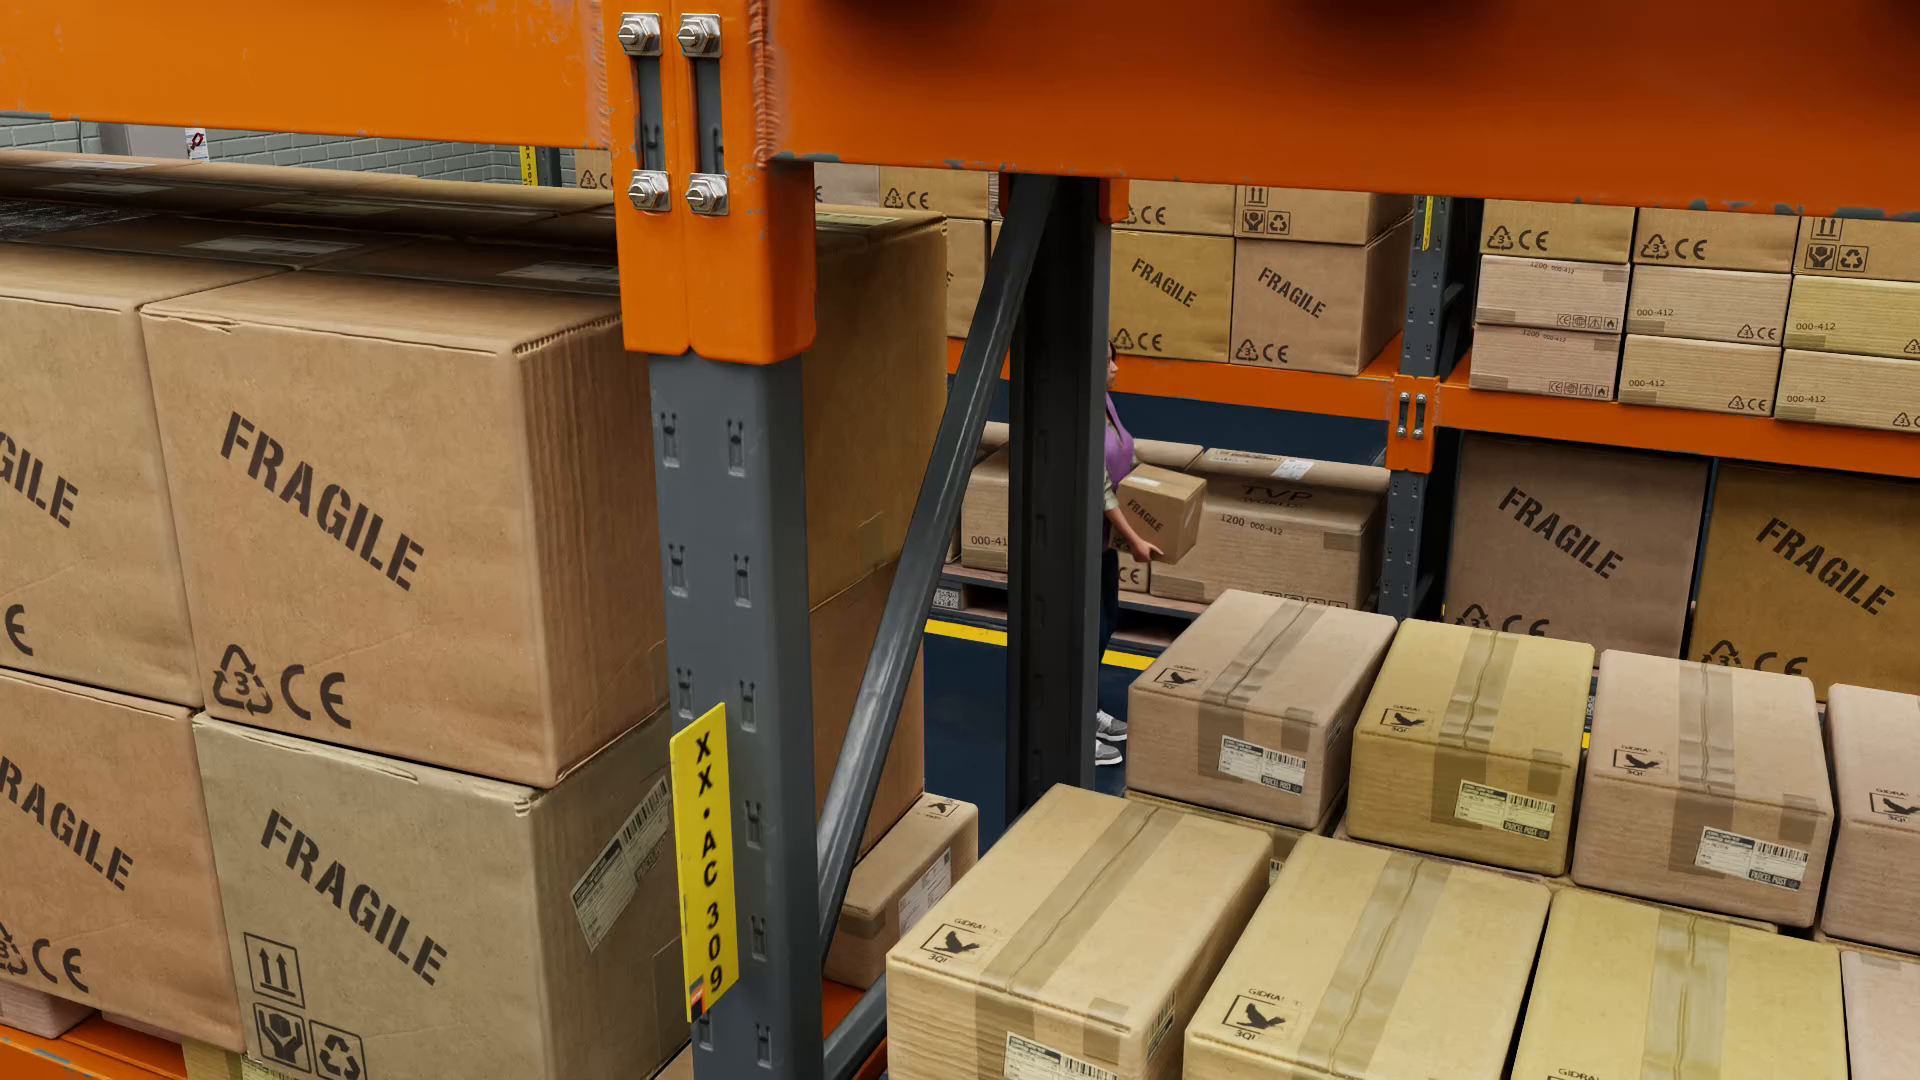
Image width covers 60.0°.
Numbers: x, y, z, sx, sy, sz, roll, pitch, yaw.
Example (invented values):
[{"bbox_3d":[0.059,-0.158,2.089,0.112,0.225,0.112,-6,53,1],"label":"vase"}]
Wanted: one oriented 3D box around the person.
[{"bbox_3d":[0.537,0.032,5.998,0.497,1.598,0.386,8,21,23],"label":"person"}]
